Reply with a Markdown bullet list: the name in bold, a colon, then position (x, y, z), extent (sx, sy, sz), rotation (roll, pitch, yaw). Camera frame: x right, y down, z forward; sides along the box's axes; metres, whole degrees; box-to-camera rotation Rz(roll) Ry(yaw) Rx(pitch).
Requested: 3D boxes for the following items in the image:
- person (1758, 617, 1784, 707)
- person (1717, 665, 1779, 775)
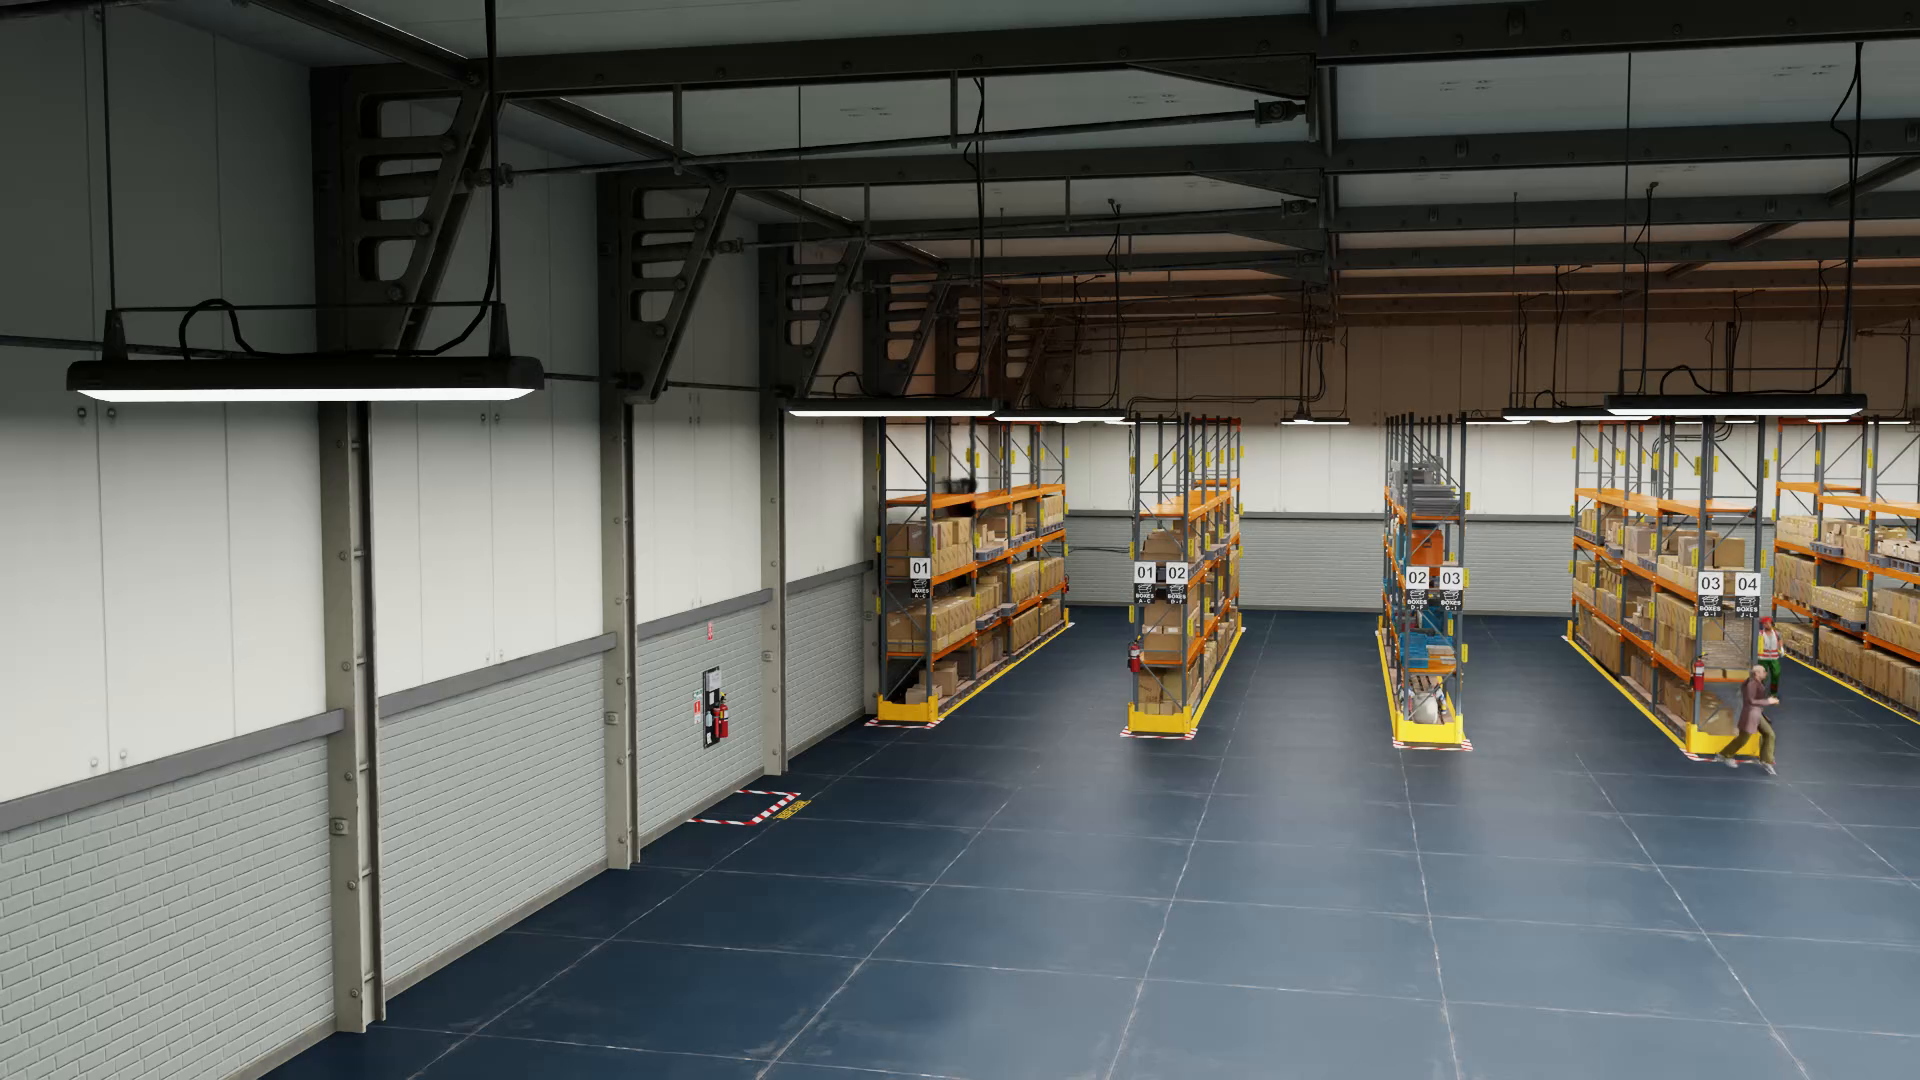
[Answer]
- **person**: position (16.785, 2.492, 34.522), extent (0.667, 1.793, 0.914), rotation (1, 4, 11)
- **person**: position (13.116, 2.975, 27.663), extent (0.942, 1.832, 0.746), rotation (3, 5, 38)
